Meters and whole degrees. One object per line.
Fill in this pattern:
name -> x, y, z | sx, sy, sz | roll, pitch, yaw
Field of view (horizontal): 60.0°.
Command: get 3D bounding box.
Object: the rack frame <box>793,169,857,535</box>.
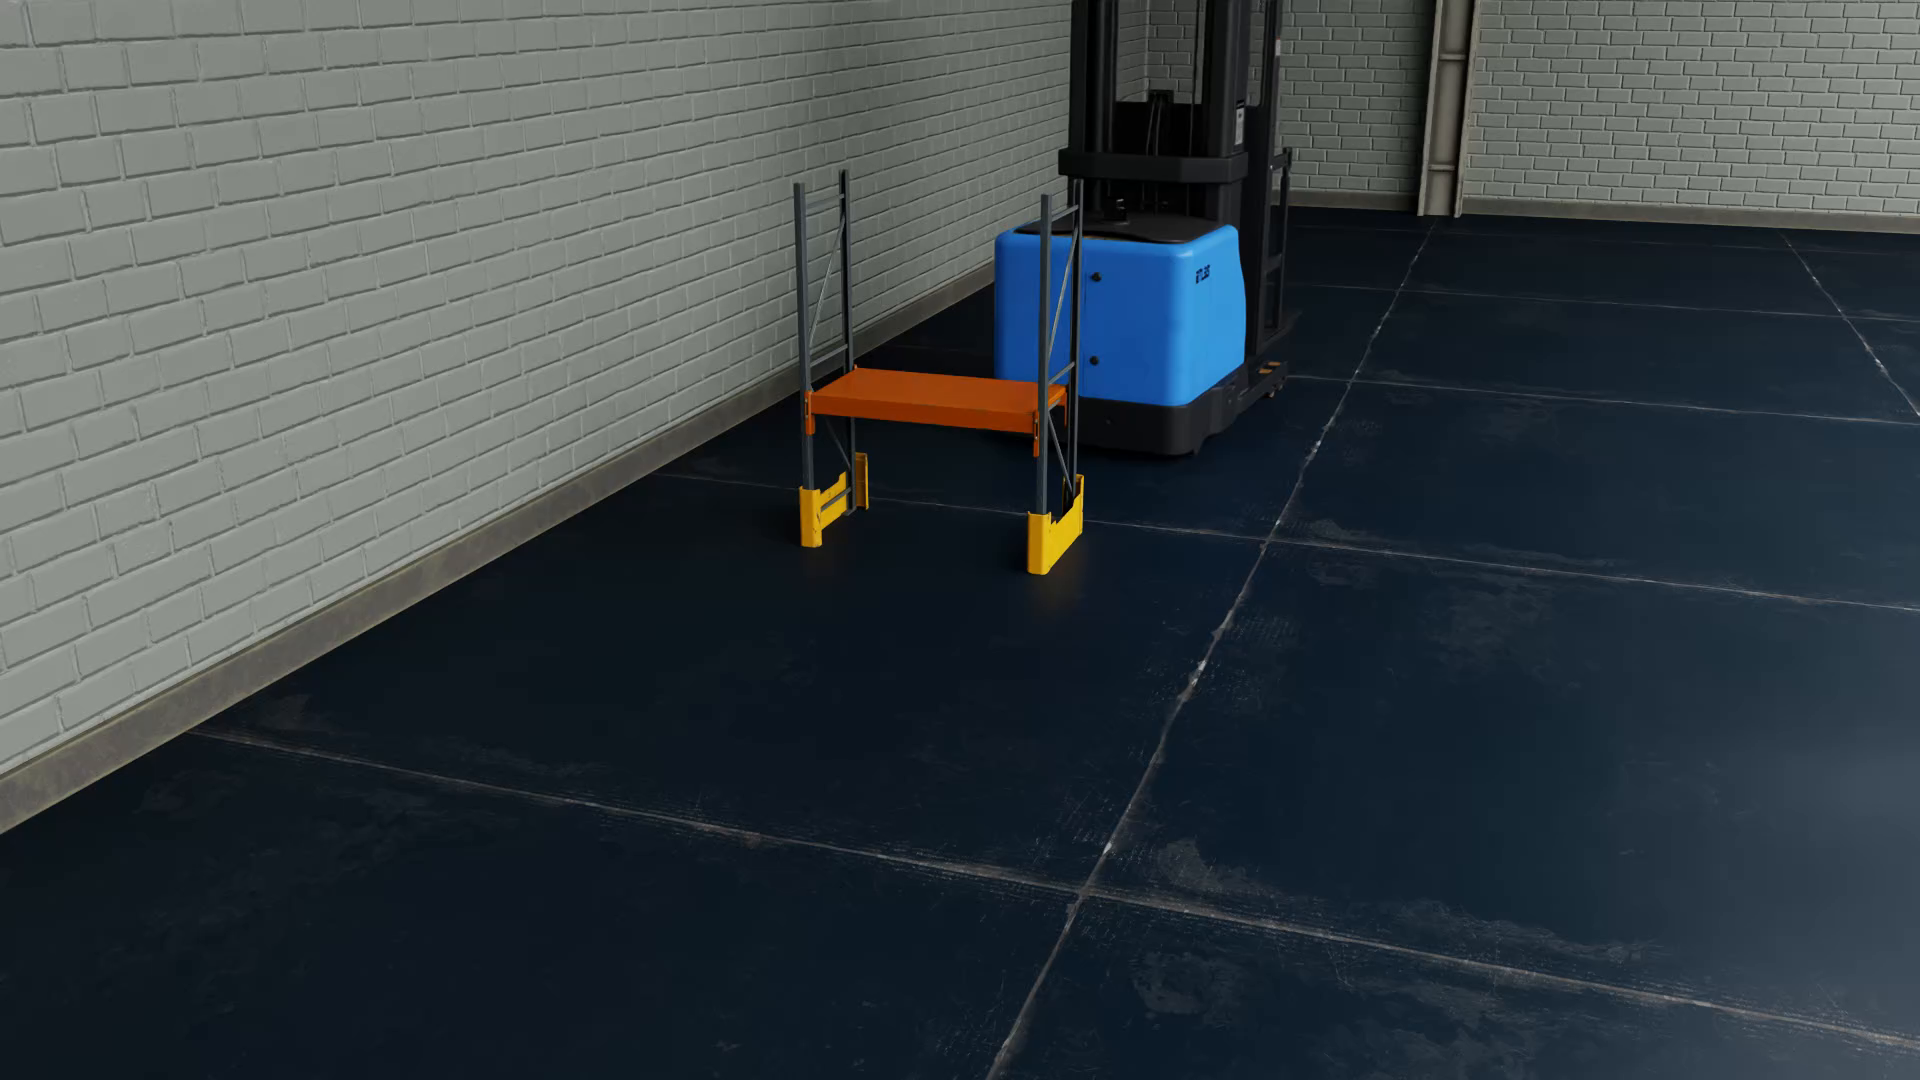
rack frame -> -0.561, -0.772, 7.013 | 0.032, 1.500, 0.500 | 7, 20, 18

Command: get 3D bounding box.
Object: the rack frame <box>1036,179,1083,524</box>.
rack frame -> 0.400, -0.663, 6.698 | 0.032, 1.500, 0.500 | 7, 20, 18

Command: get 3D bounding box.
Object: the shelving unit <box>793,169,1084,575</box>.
shelving unit -> -0.072, -0.716, 6.853 | 1.083, 1.500, 0.587 | 7, 20, 18

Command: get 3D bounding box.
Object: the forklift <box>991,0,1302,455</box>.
forklift -> 1.235, -2.237, 9.042 | 1.130, 2.935, 3.031 | 9, 21, 23

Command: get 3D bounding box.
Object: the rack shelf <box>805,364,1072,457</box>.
rack shelf -> -0.081, -0.548, 6.915 | 1.000, 0.185, 0.538 | 7, 20, 18

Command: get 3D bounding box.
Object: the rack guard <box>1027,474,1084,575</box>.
rack guard -> 0.398, -0.072, 6.904 | 0.087, 0.250, 0.587 | 7, 20, 18

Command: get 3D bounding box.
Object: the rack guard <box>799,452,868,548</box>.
rack guard -> -0.542, -0.180, 7.213 | 0.087, 0.250, 0.587 | 7, 20, 18

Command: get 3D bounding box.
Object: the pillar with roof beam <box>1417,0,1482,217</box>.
pillar with roof beam -> 3.244, -6.077, 10.837 | 0.400, 9.000, 9.100 | 7, 20, 18
